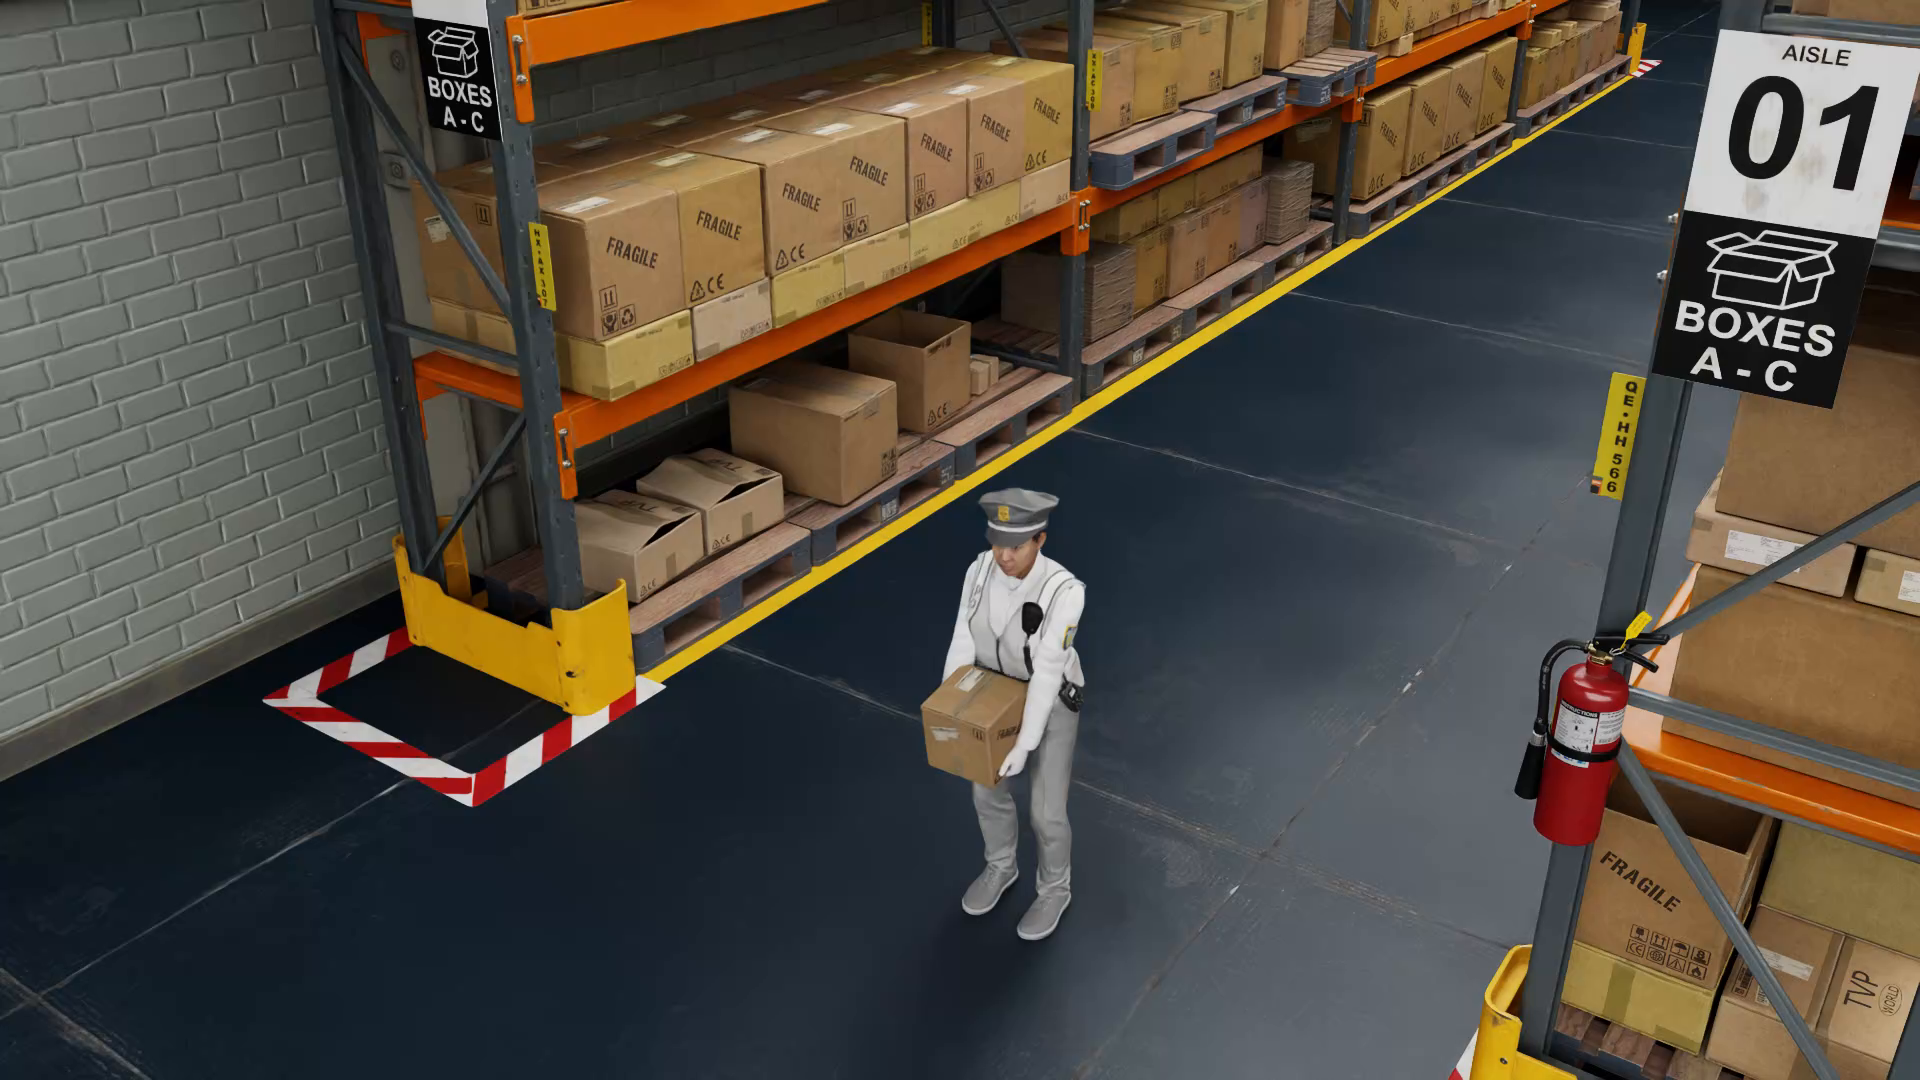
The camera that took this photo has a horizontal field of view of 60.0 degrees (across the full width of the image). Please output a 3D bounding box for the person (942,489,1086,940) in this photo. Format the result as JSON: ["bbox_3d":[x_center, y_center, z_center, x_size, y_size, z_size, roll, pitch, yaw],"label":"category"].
[{"bbox_3d":[0.175,0.590,5.473,0.415,1.665,0.542,17,32,29],"label":"person"}]
